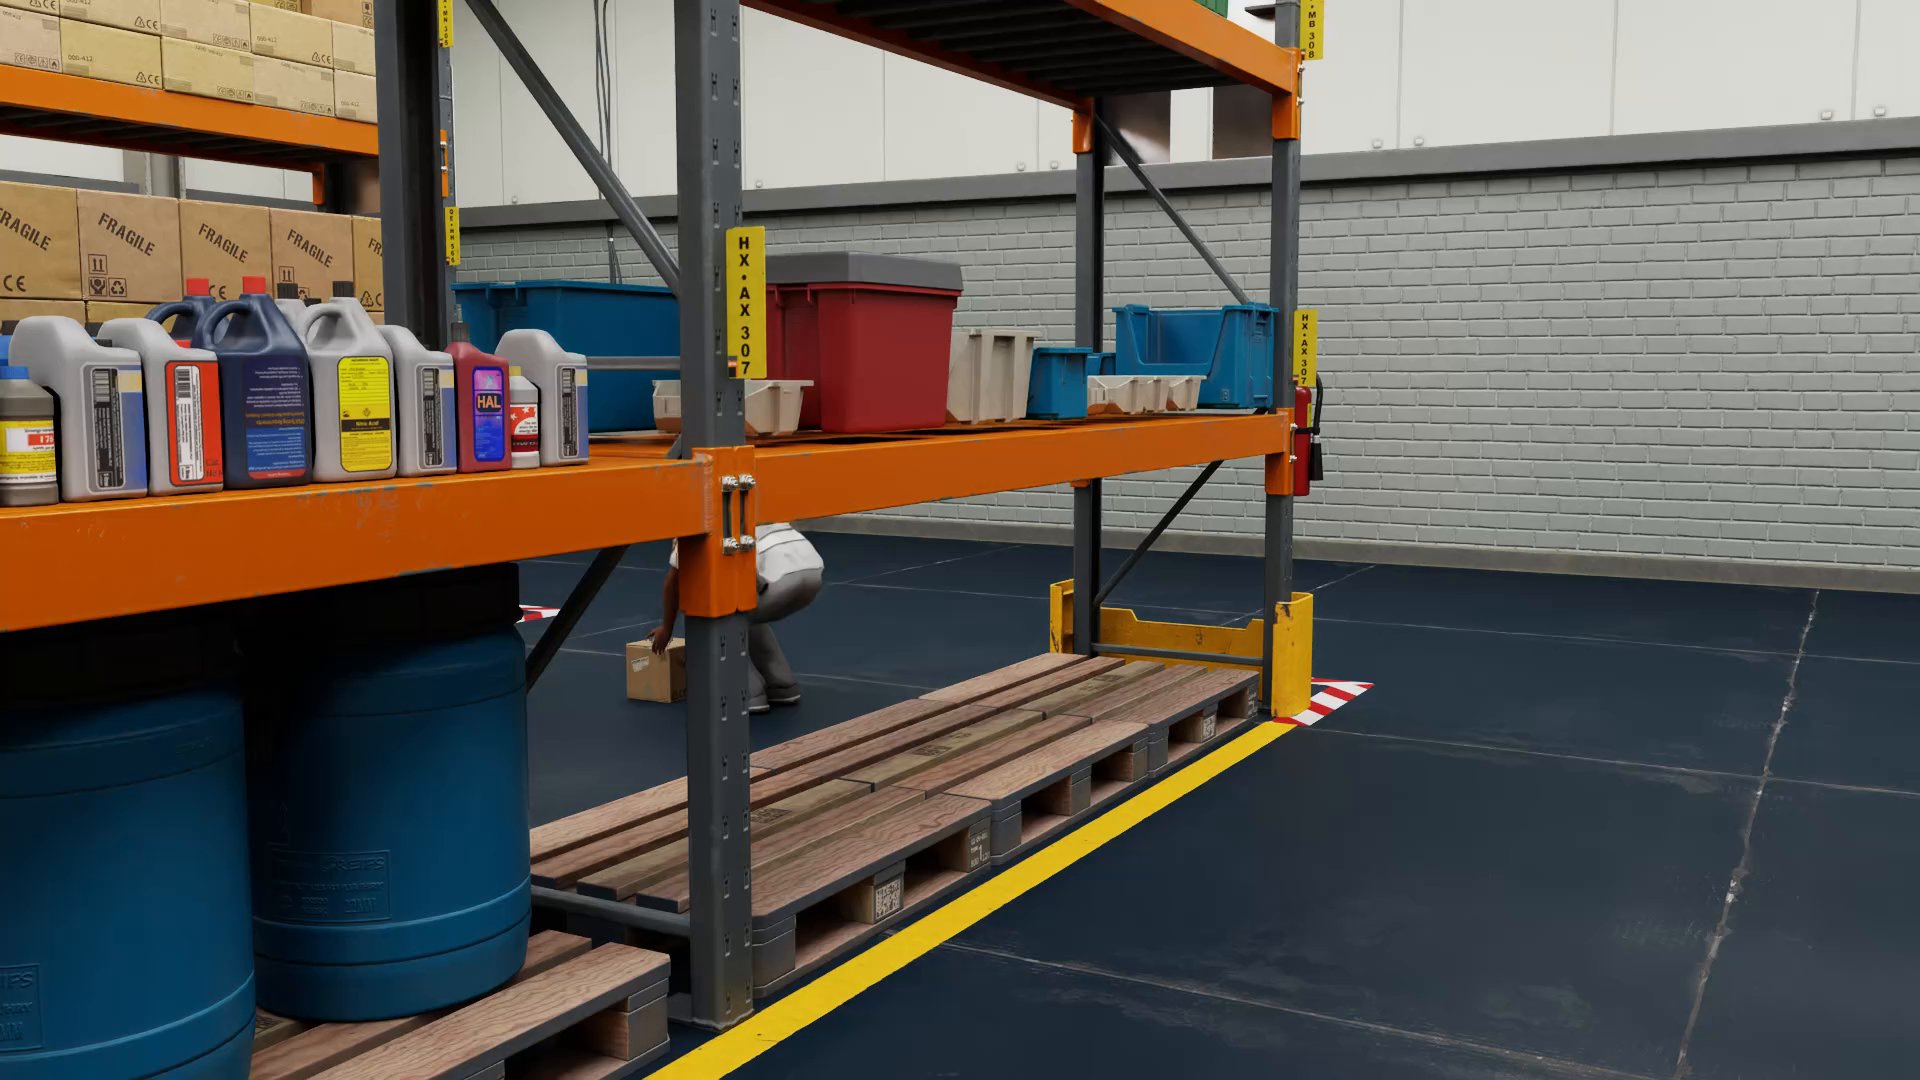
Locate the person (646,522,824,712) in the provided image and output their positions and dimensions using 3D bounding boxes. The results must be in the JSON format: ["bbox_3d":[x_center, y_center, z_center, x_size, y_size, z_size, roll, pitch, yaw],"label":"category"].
[{"bbox_3d":[-1.020,0.204,7.365,0.835,1.083,0.494,3,7,28],"label":"person"}]
